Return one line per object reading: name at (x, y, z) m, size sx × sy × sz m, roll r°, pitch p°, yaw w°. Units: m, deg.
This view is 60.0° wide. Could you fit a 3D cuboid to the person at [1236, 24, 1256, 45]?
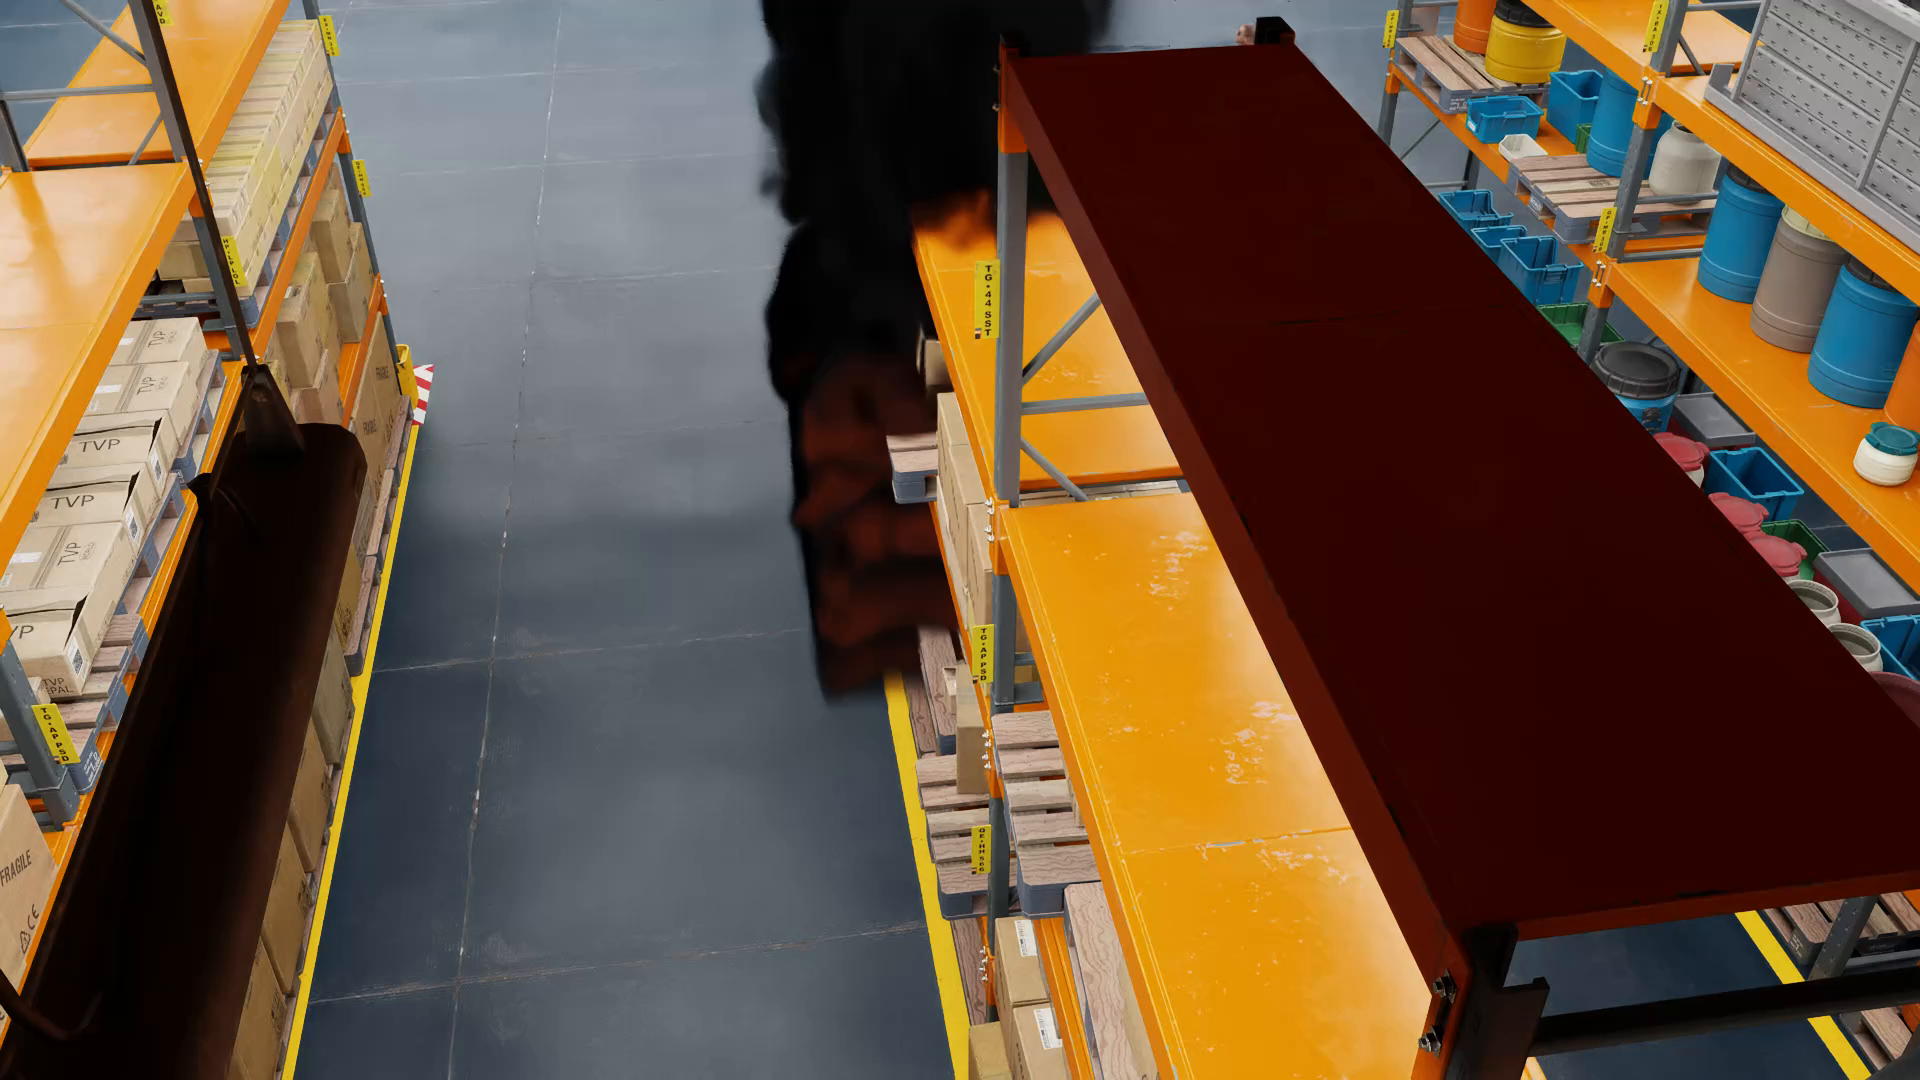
person at (3.139, -5.003, 18.797) m, size 0.999 × 1.698 × 0.686 m, roll 10°, pitch 37°, yaw 13°
